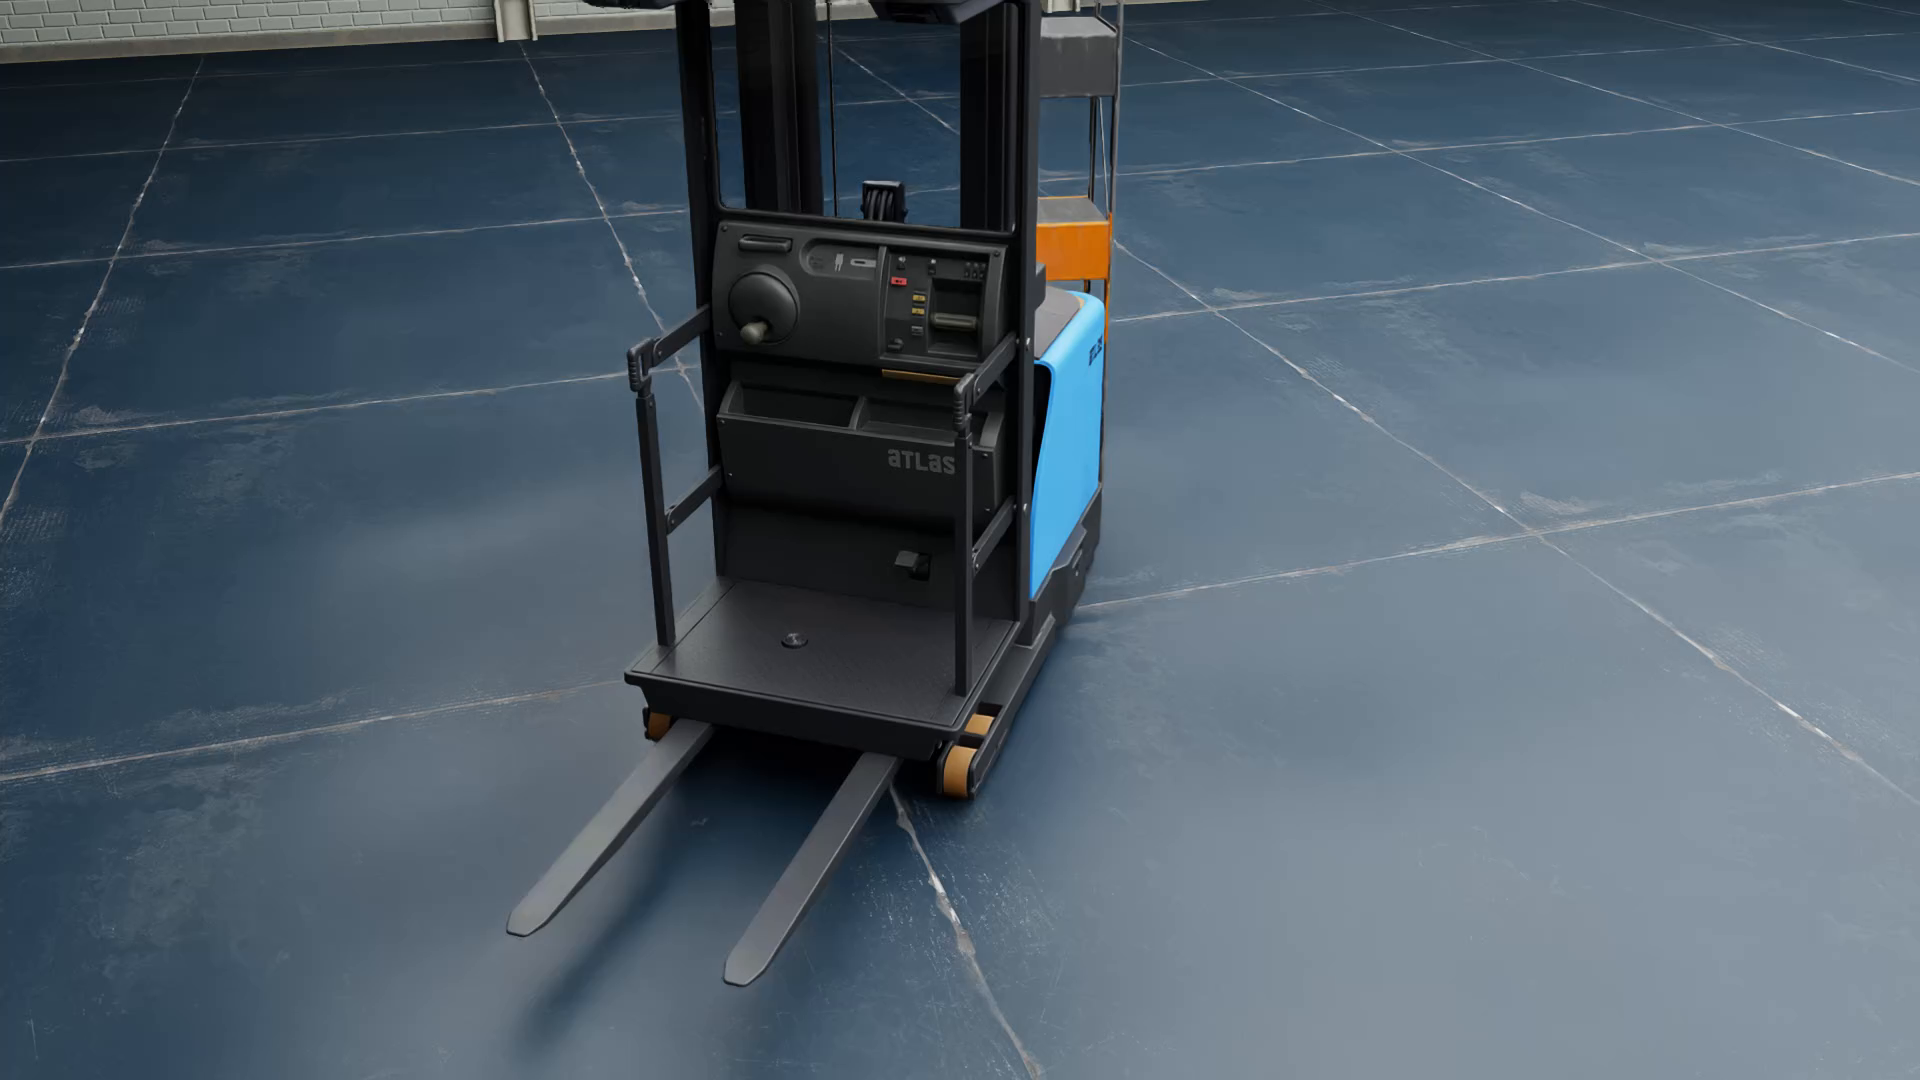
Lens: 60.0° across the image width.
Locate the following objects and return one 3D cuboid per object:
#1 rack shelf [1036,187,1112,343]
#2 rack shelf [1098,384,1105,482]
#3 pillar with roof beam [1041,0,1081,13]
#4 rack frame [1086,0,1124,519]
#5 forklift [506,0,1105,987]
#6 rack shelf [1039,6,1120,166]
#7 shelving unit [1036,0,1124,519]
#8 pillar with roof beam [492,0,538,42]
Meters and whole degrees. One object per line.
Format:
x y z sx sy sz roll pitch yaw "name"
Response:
0.315 -1.089 6.612 0.480 0.518 0.431 -4 27 -7 "rack shelf"
0.315 -0.462 6.923 0.480 0.518 0.431 -4 27 -7 "rack shelf"
2.456 -8.222 13.192 0.400 9.000 9.100 -8 28 -16 "pillar with roof beam"
0.556 -1.116 6.637 0.015 2.100 0.400 -4 27 -7 "rack frame"
-0.381 -0.711 4.886 1.130 2.935 3.031 8 28 16 "forklift"
0.315 -1.716 6.301 0.480 0.518 0.431 -4 27 -7 "rack shelf"
0.315 -1.101 6.606 0.503 2.100 0.431 -4 27 -7 "shelving unit"
-3.249 -7.396 11.527 0.400 9.000 9.100 -8 28 -16 "pillar with roof beam"
